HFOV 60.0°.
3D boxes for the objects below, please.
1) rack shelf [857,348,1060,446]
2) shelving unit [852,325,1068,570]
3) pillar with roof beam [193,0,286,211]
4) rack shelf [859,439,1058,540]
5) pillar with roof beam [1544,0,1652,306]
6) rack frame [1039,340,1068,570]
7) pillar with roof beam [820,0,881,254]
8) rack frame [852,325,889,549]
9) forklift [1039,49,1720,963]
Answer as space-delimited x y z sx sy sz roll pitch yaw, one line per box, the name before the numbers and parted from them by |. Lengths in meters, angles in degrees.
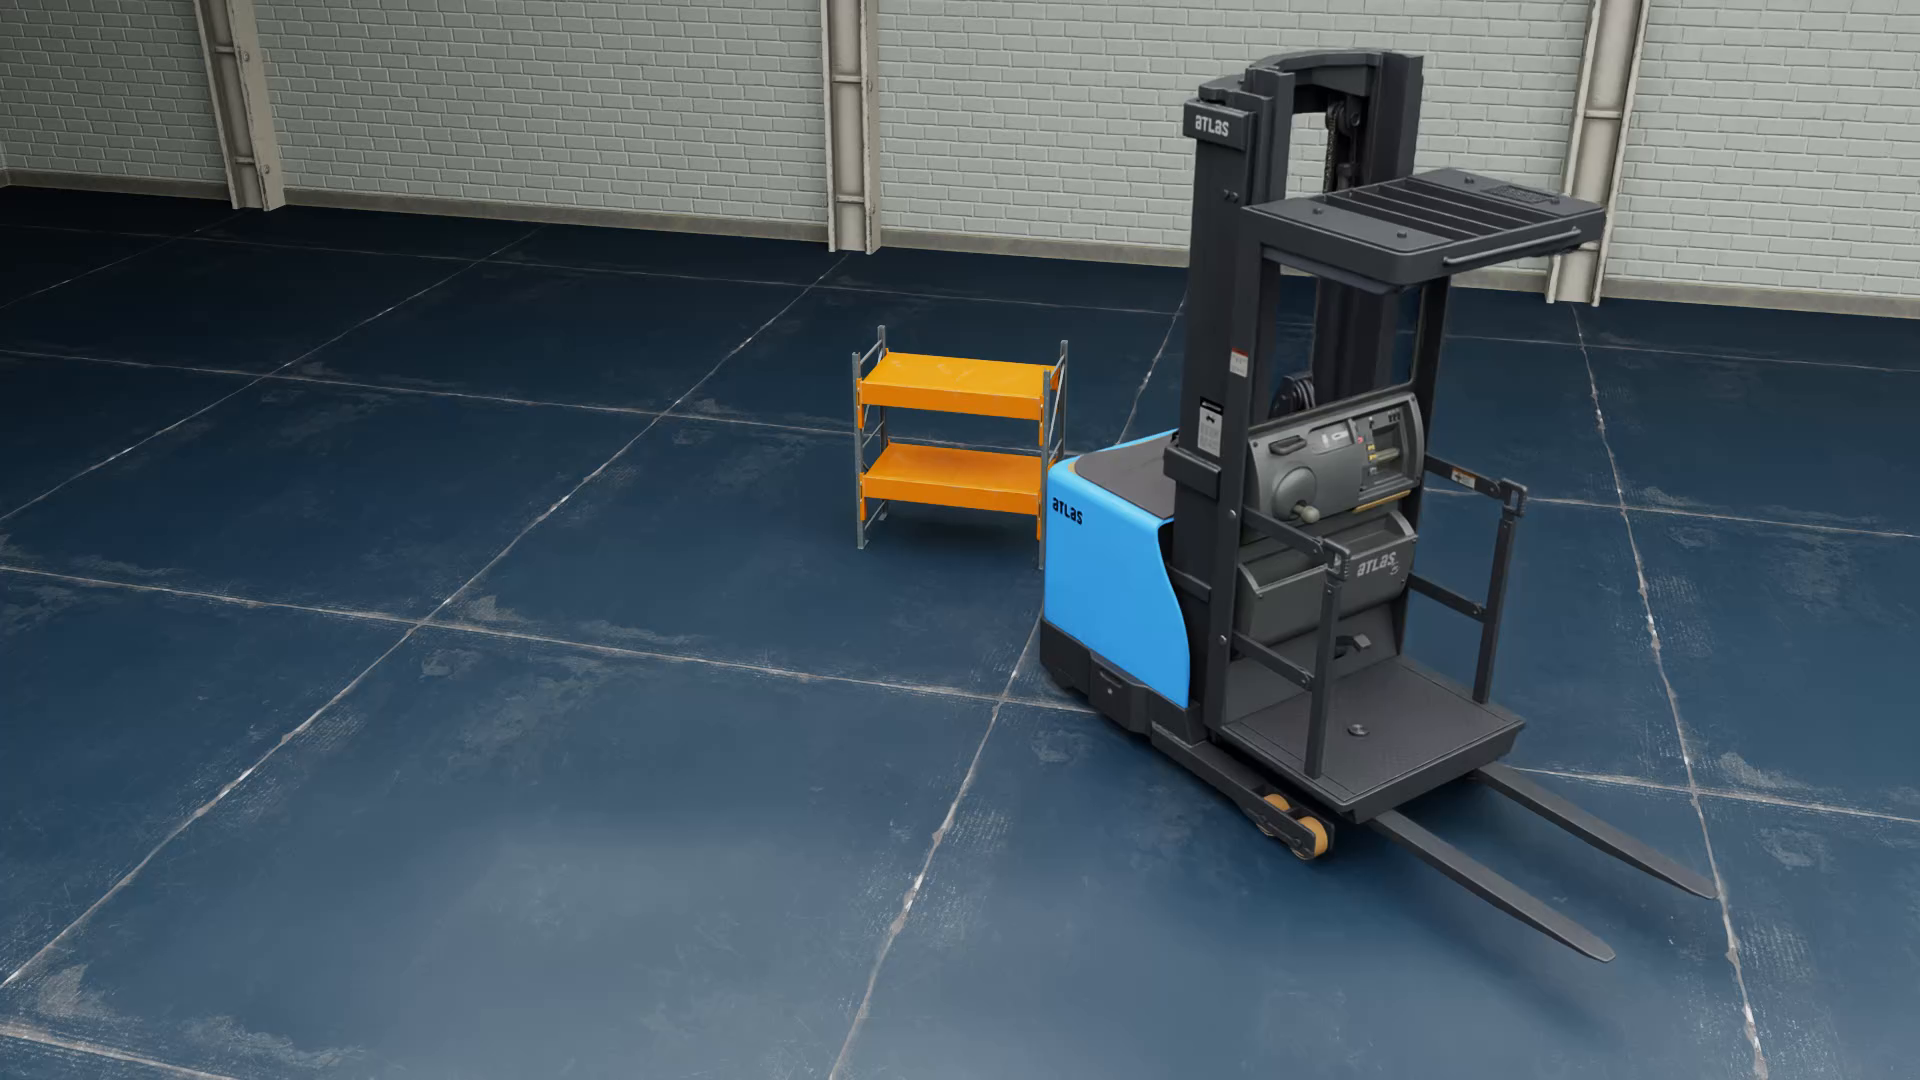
rack shelf | 0.007 -0.771 8.881 1.000 0.278 0.538 6 26 13
shelving unit | 0.007 -0.507 9.007 1.048 1.125 0.538 6 26 13
pillar with roof beam | -7.806 -5.484 10.300 0.400 9.000 9.100 6 26 13
rack shelf | 0.007 -0.286 9.112 1.000 0.278 0.538 6 26 13
pillar with roof beam | 3.816 -4.199 7.601 0.400 9.000 9.100 6 26 13
rack frame | 0.499 -0.453 8.892 0.032 1.125 0.500 6 26 13
pillar with roof beam | -1.995 -4.841 8.950 0.400 9.000 9.100 6 26 13
rack frame | -0.486 -0.562 9.121 0.032 1.125 0.500 6 26 13
forklift | 1.628 -0.293 6.456 1.130 2.935 3.031 -17 30 -31
